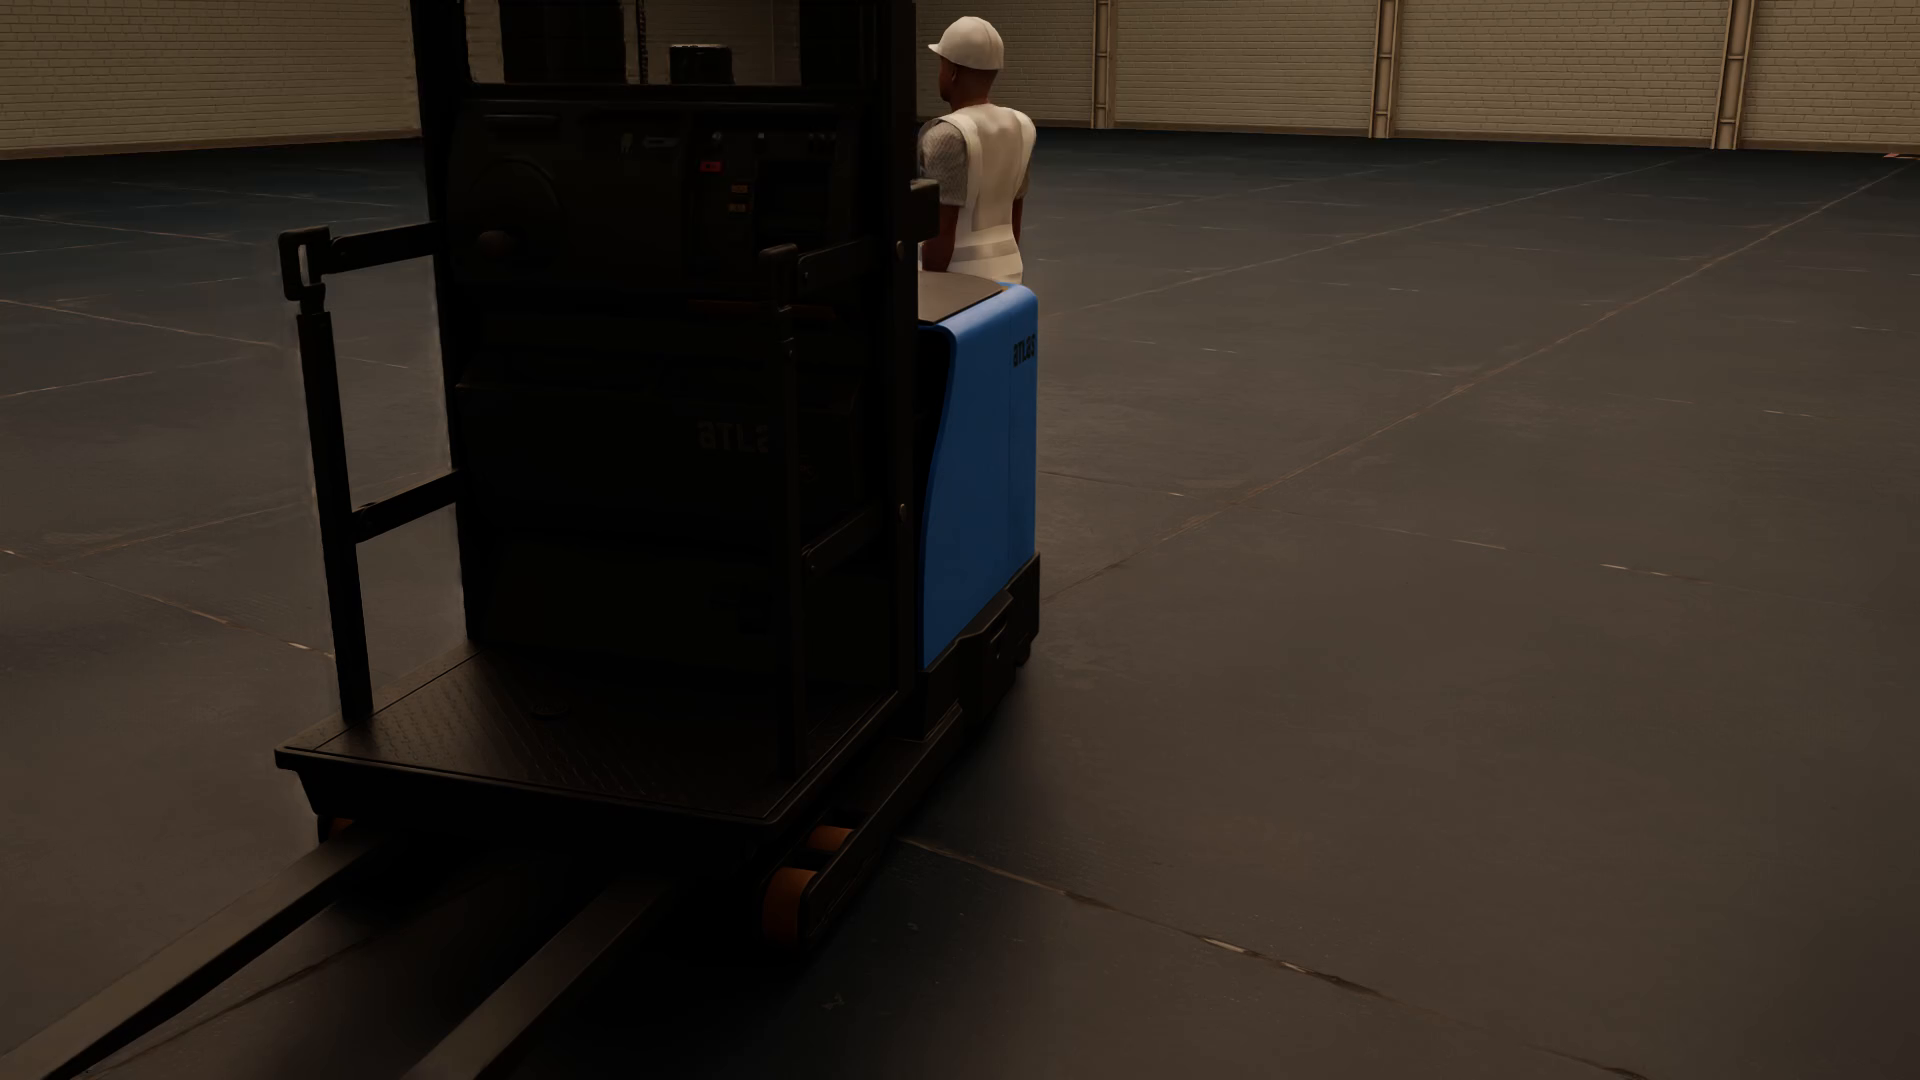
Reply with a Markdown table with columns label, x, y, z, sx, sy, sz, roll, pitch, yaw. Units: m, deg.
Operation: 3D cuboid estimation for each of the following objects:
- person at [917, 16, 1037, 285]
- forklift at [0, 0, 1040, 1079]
| label | x | y | z | sx | sy | sz | roll | pitch | yaw |
| --- | --- | --- | --- | --- | --- | --- | --- | --- | --- |
| person | -0.003 | -0.854 | 5.692 | 0.387 | 1.789 | 0.543 | 11 | 20 | 33 |
| forklift | -0.709 | -0.726 | 3.259 | 1.130 | 2.935 | 3.031 | 5 | 17 | 17 |
